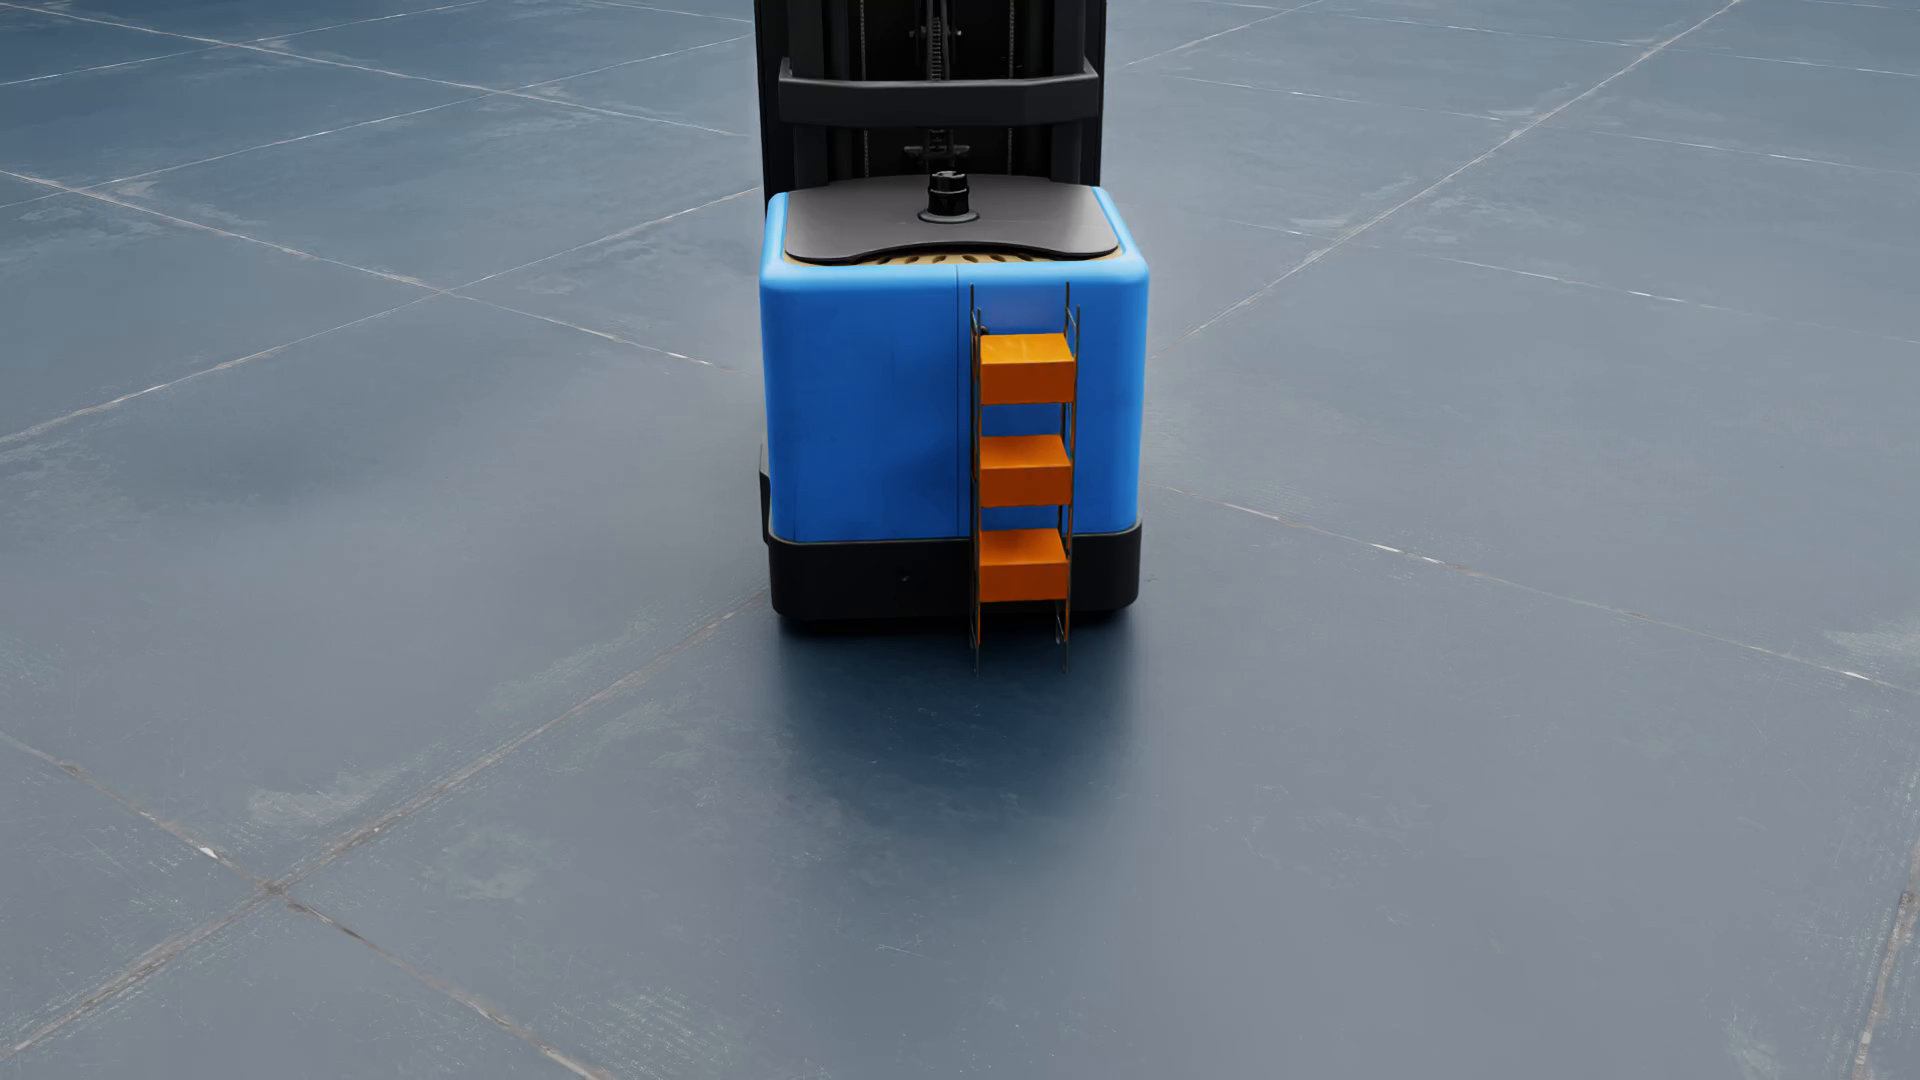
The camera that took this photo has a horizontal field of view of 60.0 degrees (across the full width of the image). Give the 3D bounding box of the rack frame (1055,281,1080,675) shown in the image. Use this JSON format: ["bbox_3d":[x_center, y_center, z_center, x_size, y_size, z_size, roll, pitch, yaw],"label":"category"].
[{"bbox_3d":[0.282,-0.146,4.379,0.008,1.050,0.200,-2,27,-4],"label":"rack frame"}]

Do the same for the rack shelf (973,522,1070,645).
[{"bbox_3d":[0.160,0.116,4.501,0.240,0.259,0.215,-2,27,-4],"label":"rack shelf"}]

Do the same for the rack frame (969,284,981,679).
[{"bbox_3d":[0.038,-0.136,4.361,0.008,1.050,0.200,-2,27,-4],"label":"rack frame"}]

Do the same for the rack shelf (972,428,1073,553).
[{"bbox_3d":[0.160,-0.132,4.375,0.240,0.259,0.215,-2,27,-4],"label":"rack shelf"}]

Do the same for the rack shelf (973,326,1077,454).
[{"bbox_3d":[0.160,-0.385,4.246,0.240,0.259,0.215,-2,27,-4],"label":"rack shelf"}]

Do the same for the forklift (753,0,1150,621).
[{"bbox_3d":[-0.108,-1.714,5.387,1.130,2.935,3.031,-2,27,-4],"label":"forklift"}]

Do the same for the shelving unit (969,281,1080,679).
[{"bbox_3d":[0.160,-0.141,4.370,0.252,1.050,0.215,-2,27,-4],"label":"shelving unit"}]
